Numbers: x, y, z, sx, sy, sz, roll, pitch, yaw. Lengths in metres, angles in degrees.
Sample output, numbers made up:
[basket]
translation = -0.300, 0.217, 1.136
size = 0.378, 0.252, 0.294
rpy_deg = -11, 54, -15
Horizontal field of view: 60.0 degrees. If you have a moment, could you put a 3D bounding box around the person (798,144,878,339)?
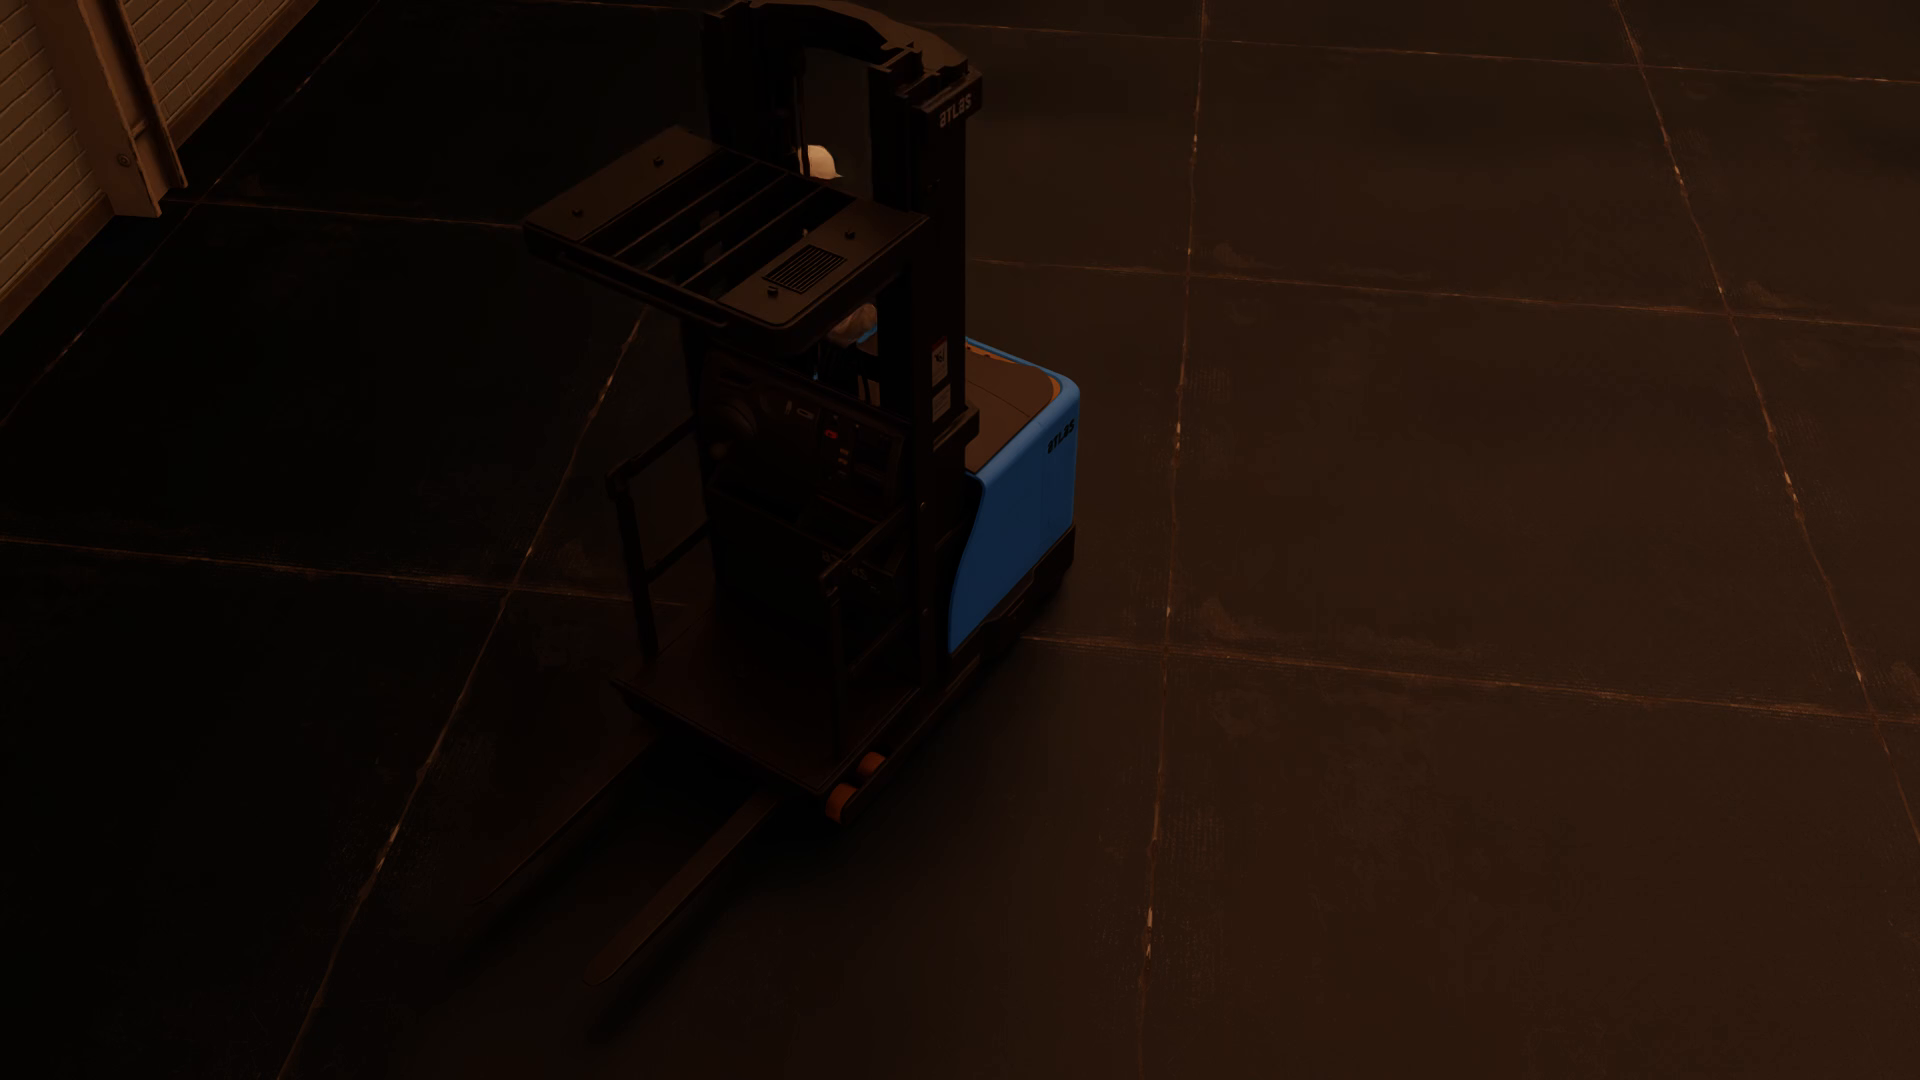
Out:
[person]
translation = -0.670, -1.242, 8.110
size = 1.111, 1.589, 1.007
rpy_deg = 21, 47, 22

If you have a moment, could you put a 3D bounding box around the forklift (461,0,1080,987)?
[forklift]
translation = -0.717, -0.316, 6.068
size = 1.130, 2.935, 3.031
rpy_deg = 25, 48, 24
